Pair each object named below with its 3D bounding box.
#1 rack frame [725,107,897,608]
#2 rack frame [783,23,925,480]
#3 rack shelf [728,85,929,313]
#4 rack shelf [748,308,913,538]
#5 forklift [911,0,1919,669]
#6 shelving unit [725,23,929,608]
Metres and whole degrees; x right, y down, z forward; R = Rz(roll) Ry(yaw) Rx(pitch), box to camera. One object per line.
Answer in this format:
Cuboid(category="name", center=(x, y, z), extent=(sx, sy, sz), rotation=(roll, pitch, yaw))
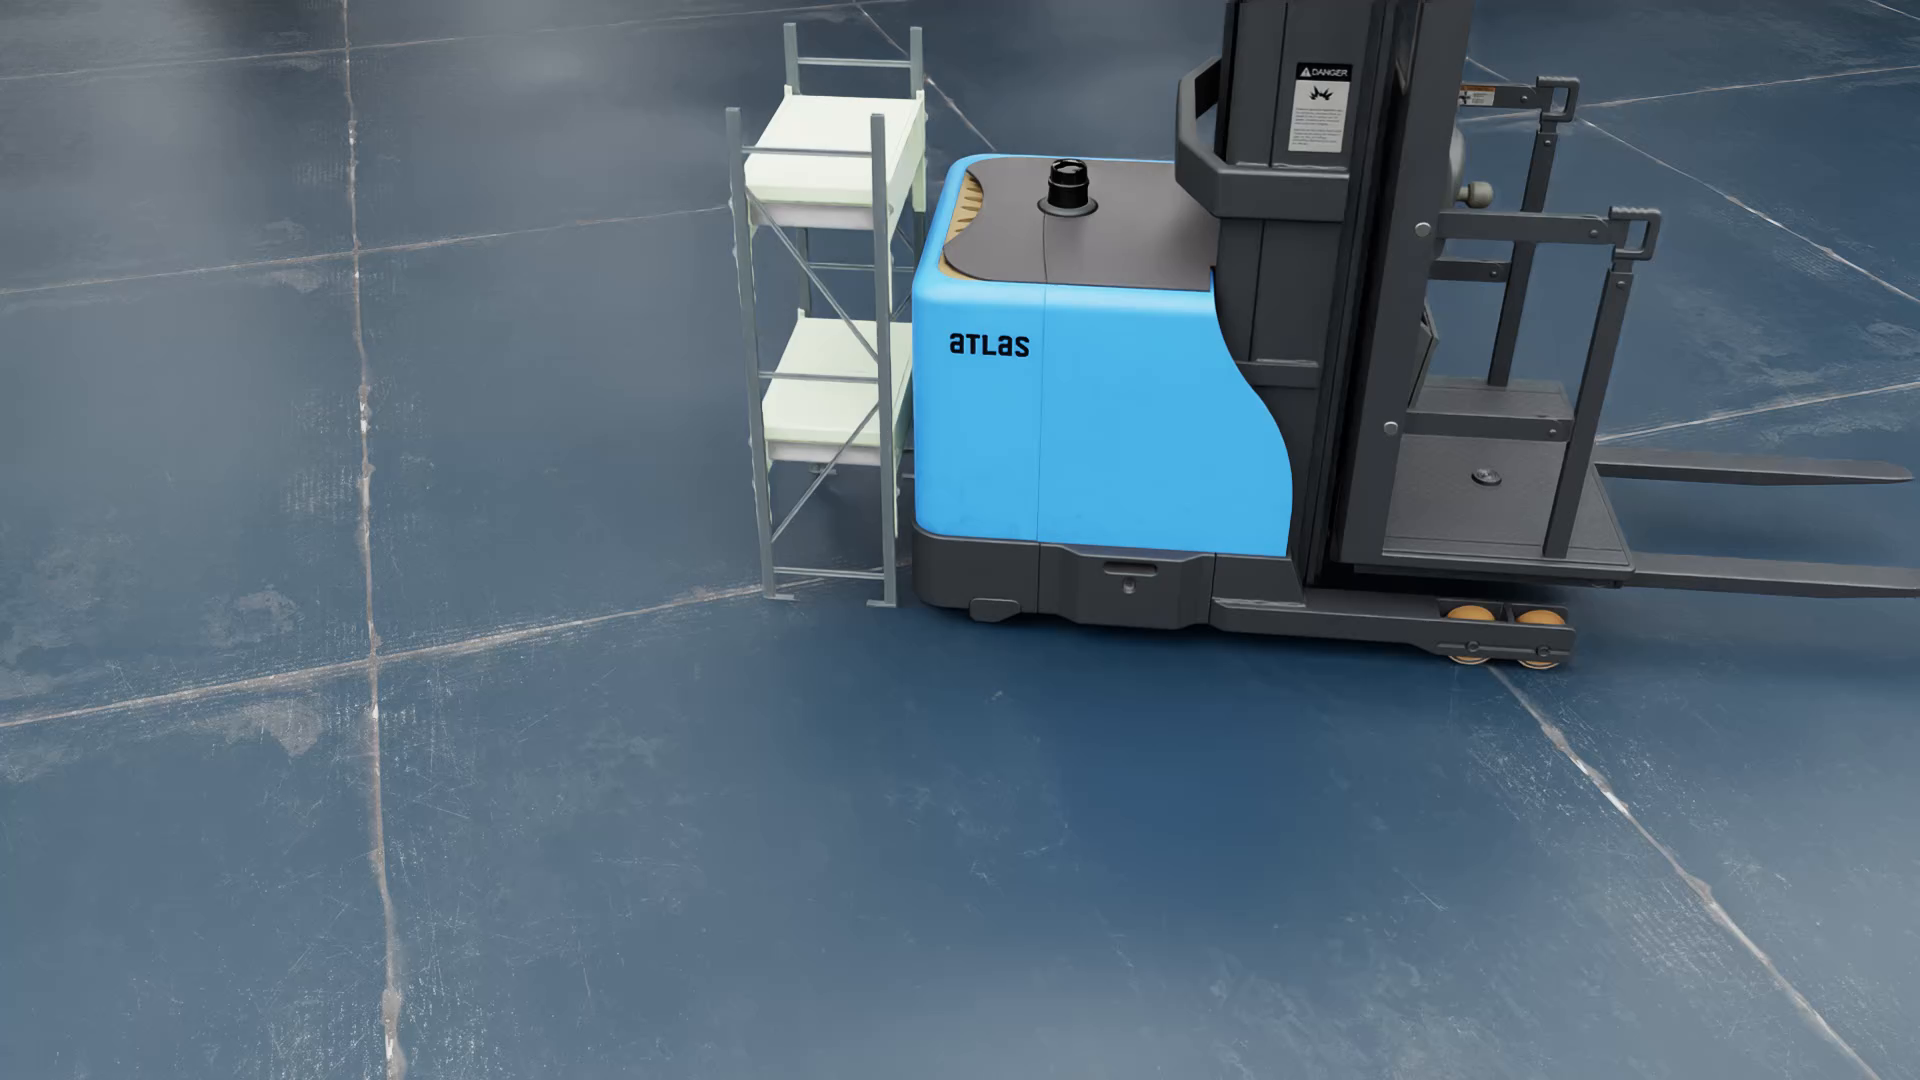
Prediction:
Cuboid(category="rack frame", center=(-0.387, -0.442, 4.558), extent=(0.400, 1.500, 0.023), rotation=(4, 34, 5))
Cuboid(category="rack frame", center=(-0.306, -0.843, 5.165), extent=(0.400, 1.500, 0.023), rotation=(4, 34, 5))
Cuboid(category="rack shelf", center=(-0.347, -0.968, 4.646), extent=(0.431, 0.370, 0.720), rotation=(4, 34, 5))
Cuboid(category="rack shelf", center=(-0.346, -0.370, 5.041), extent=(0.431, 0.370, 0.720), rotation=(4, 34, 5))
Cuboid(category="forklift", center=(1.411, -1.169, 4.360), extent=(3.031, 2.935, 1.130), rotation=(4, 34, 5))
Cuboid(category="shelving unit", center=(-0.347, -0.642, 4.861), extent=(0.431, 1.500, 0.755), rotation=(4, 34, 5))
